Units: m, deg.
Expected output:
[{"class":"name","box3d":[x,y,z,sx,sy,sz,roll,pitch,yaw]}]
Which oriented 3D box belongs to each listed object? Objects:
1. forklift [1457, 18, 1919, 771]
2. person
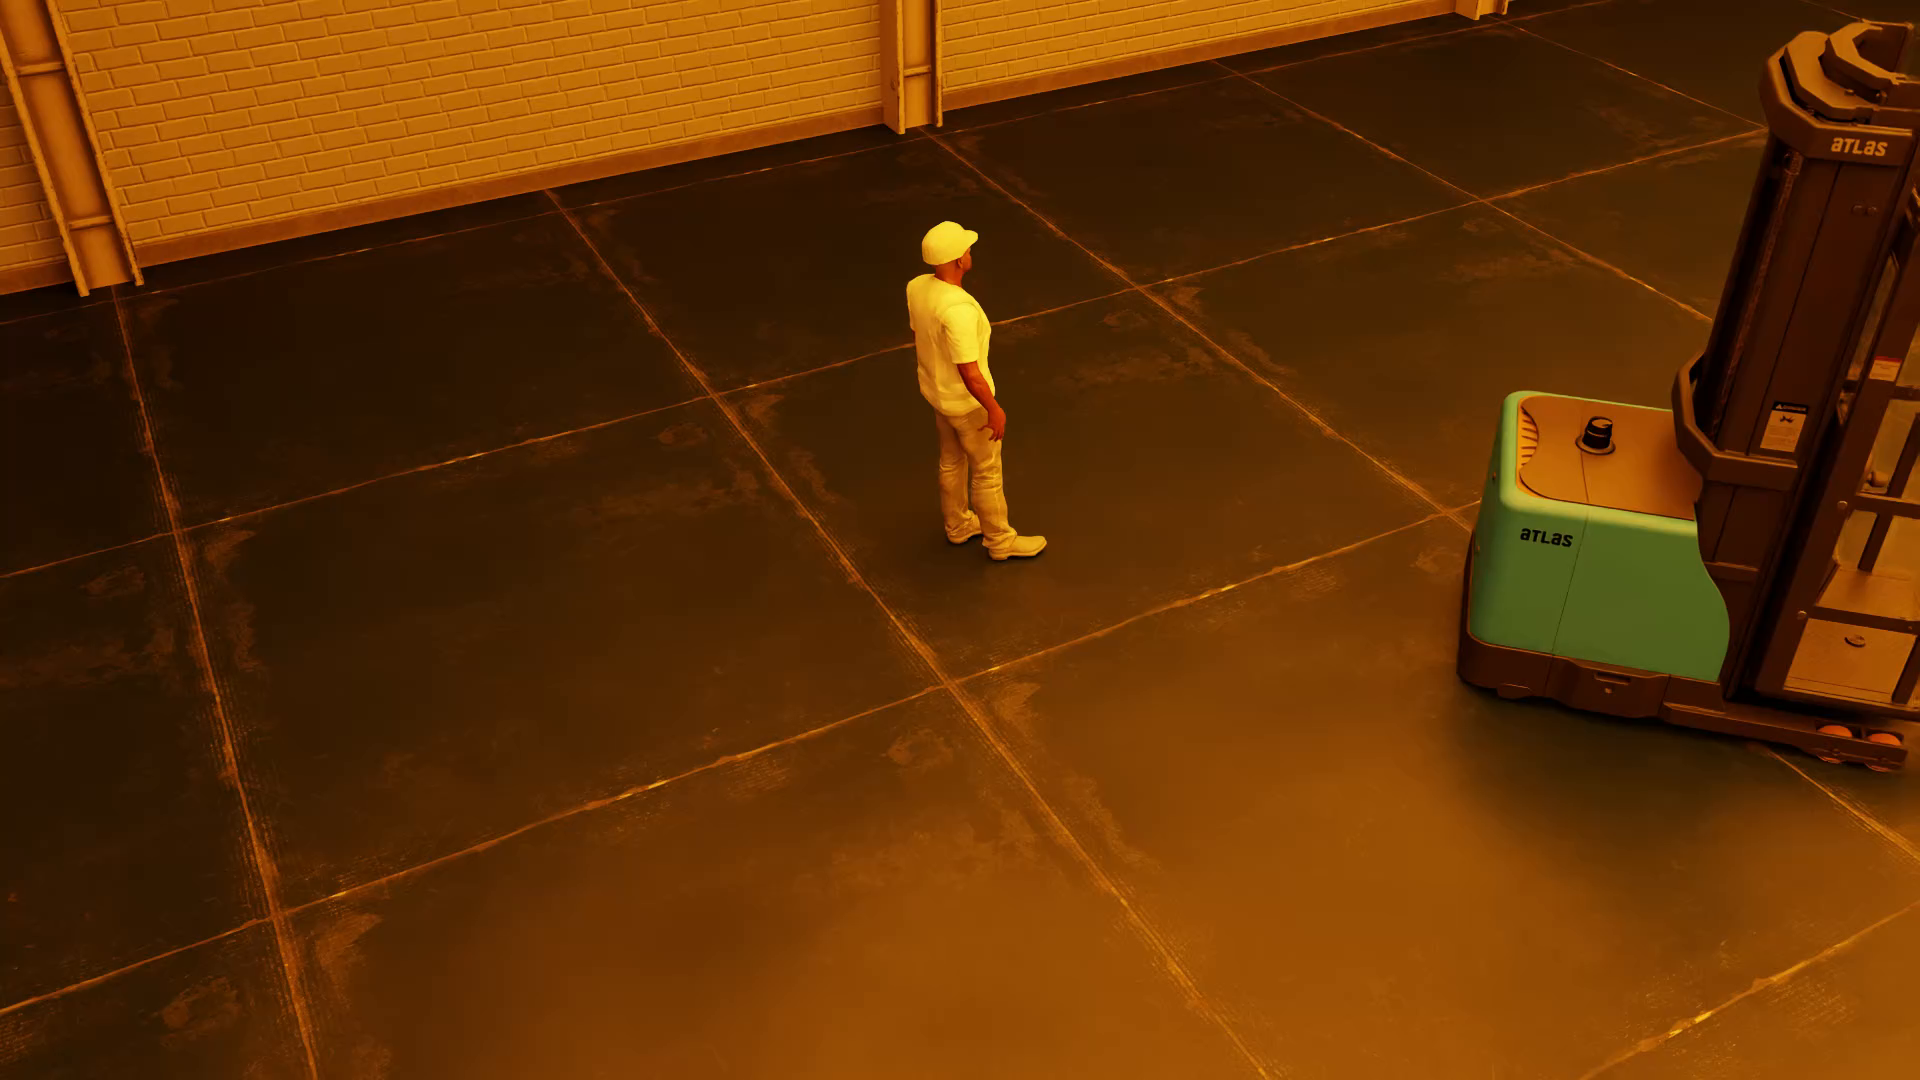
[{"class":"forklift","box3d":[3.875,-0.533,6.877,3.031,2.935,1.130,10,36,13]},{"class":"person","box3d":[0.065,-0.743,8.171,0.575,1.768,0.665,-17,39,-23]}]
